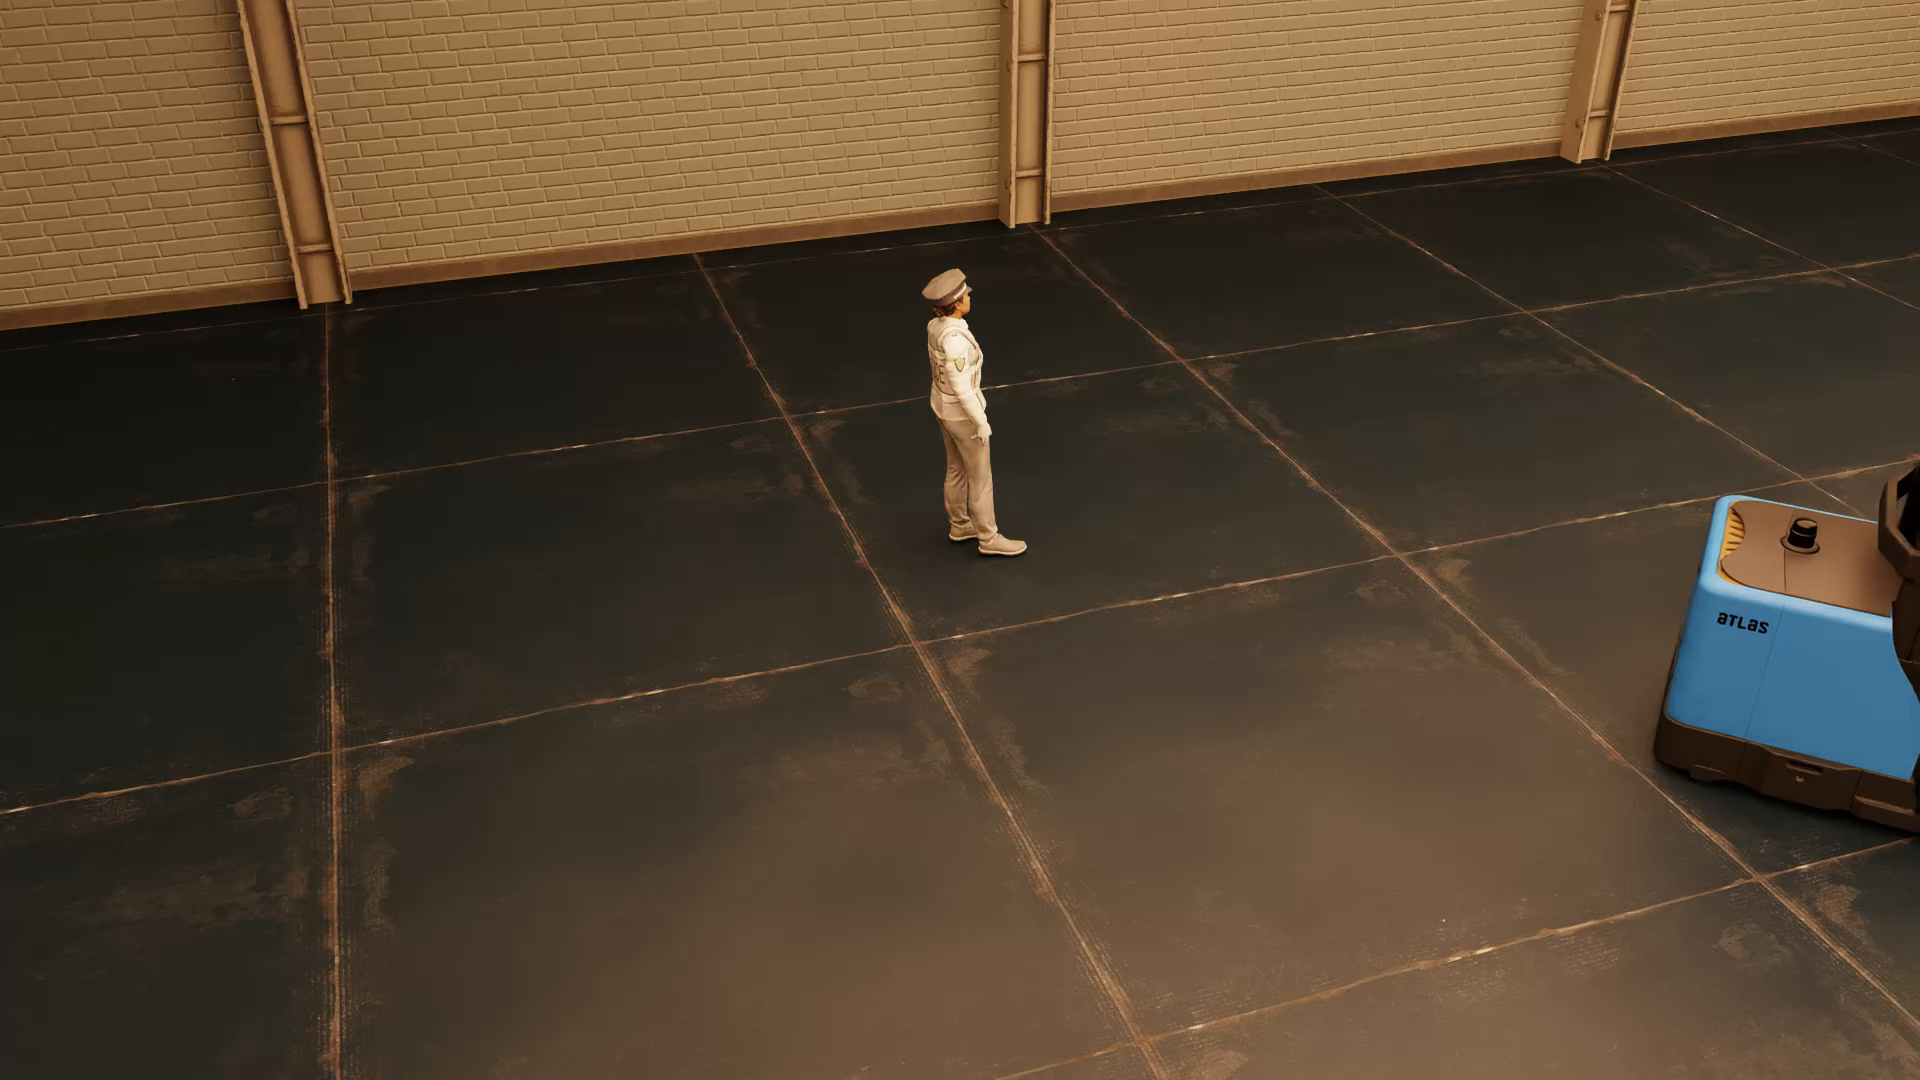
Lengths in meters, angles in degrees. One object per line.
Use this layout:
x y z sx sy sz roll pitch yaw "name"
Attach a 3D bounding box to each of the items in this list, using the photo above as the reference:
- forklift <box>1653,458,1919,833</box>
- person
4.924 -0.042 7.160 3.031 2.935 1.130 14 33 23 "forklift"
0.067 -0.749 9.613 0.531 1.695 0.588 -10 31 -16 "person"
